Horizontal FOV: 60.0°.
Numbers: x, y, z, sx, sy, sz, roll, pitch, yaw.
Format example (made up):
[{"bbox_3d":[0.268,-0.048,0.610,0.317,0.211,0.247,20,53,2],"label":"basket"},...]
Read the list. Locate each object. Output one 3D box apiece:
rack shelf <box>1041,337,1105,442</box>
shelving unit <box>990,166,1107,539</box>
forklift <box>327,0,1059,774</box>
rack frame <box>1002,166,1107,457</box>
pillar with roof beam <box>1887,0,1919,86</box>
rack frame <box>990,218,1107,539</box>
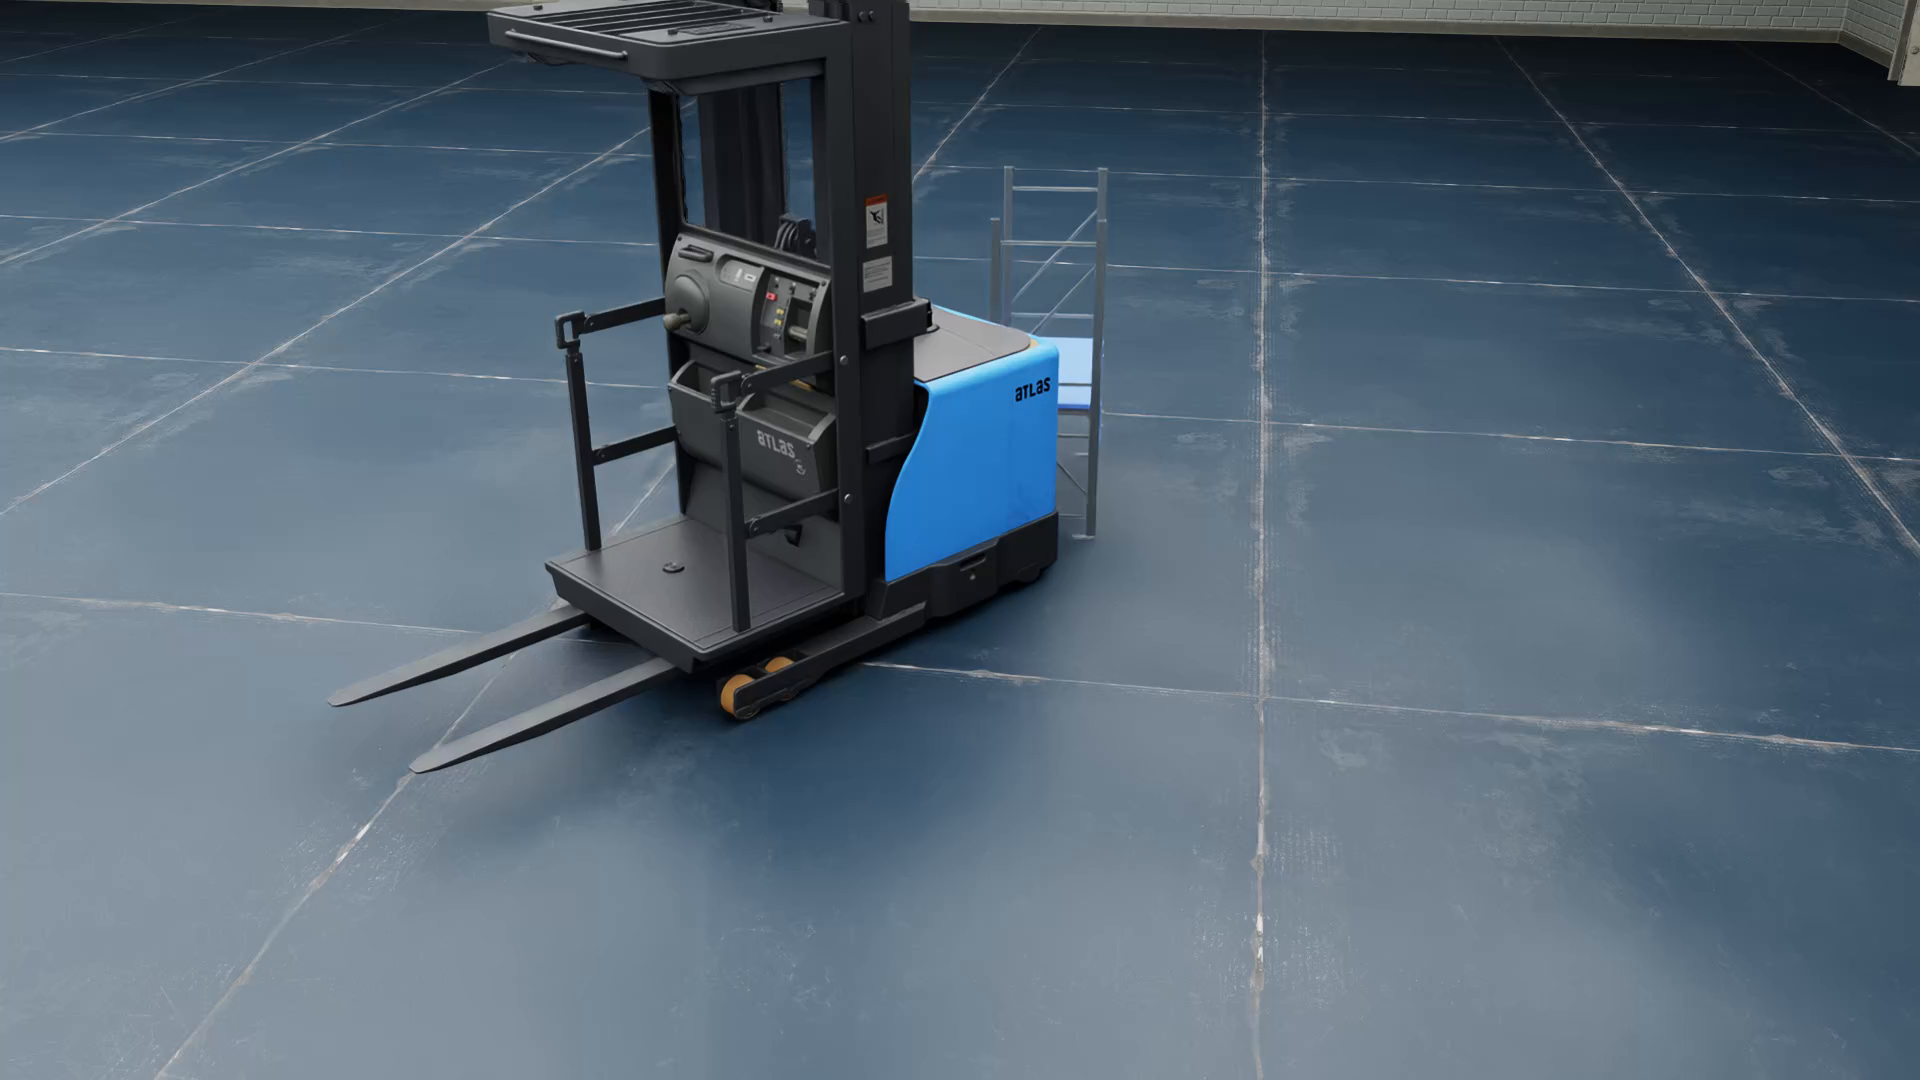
[{"bbox_3d":[0.423,-0.751,8.009,0.538,0.185,1.000,2,25,4],"label":"rack shelf"},{"bbox_3d":[0.423,-0.913,7.932,0.538,1.500,1.048,2,25,4],"label":"shelving unit"},{"bbox_3d":[-0.970,-0.896,6.207,3.031,2.935,1.130,-23,33,-39],"label":"forklift"},{"bbox_3d":[0.465,-1.128,8.391,0.500,1.500,0.032,2,25,4],"label":"rack frame"},{"bbox_3d":[6.461,-9.542,17.522,9.100,9.000,0.400,4,25,9],"label":"pillar with roof beam"},{"bbox_3d":[0.382,-0.699,7.474,0.500,1.500,0.032,2,25,4],"label":"rack frame"}]
